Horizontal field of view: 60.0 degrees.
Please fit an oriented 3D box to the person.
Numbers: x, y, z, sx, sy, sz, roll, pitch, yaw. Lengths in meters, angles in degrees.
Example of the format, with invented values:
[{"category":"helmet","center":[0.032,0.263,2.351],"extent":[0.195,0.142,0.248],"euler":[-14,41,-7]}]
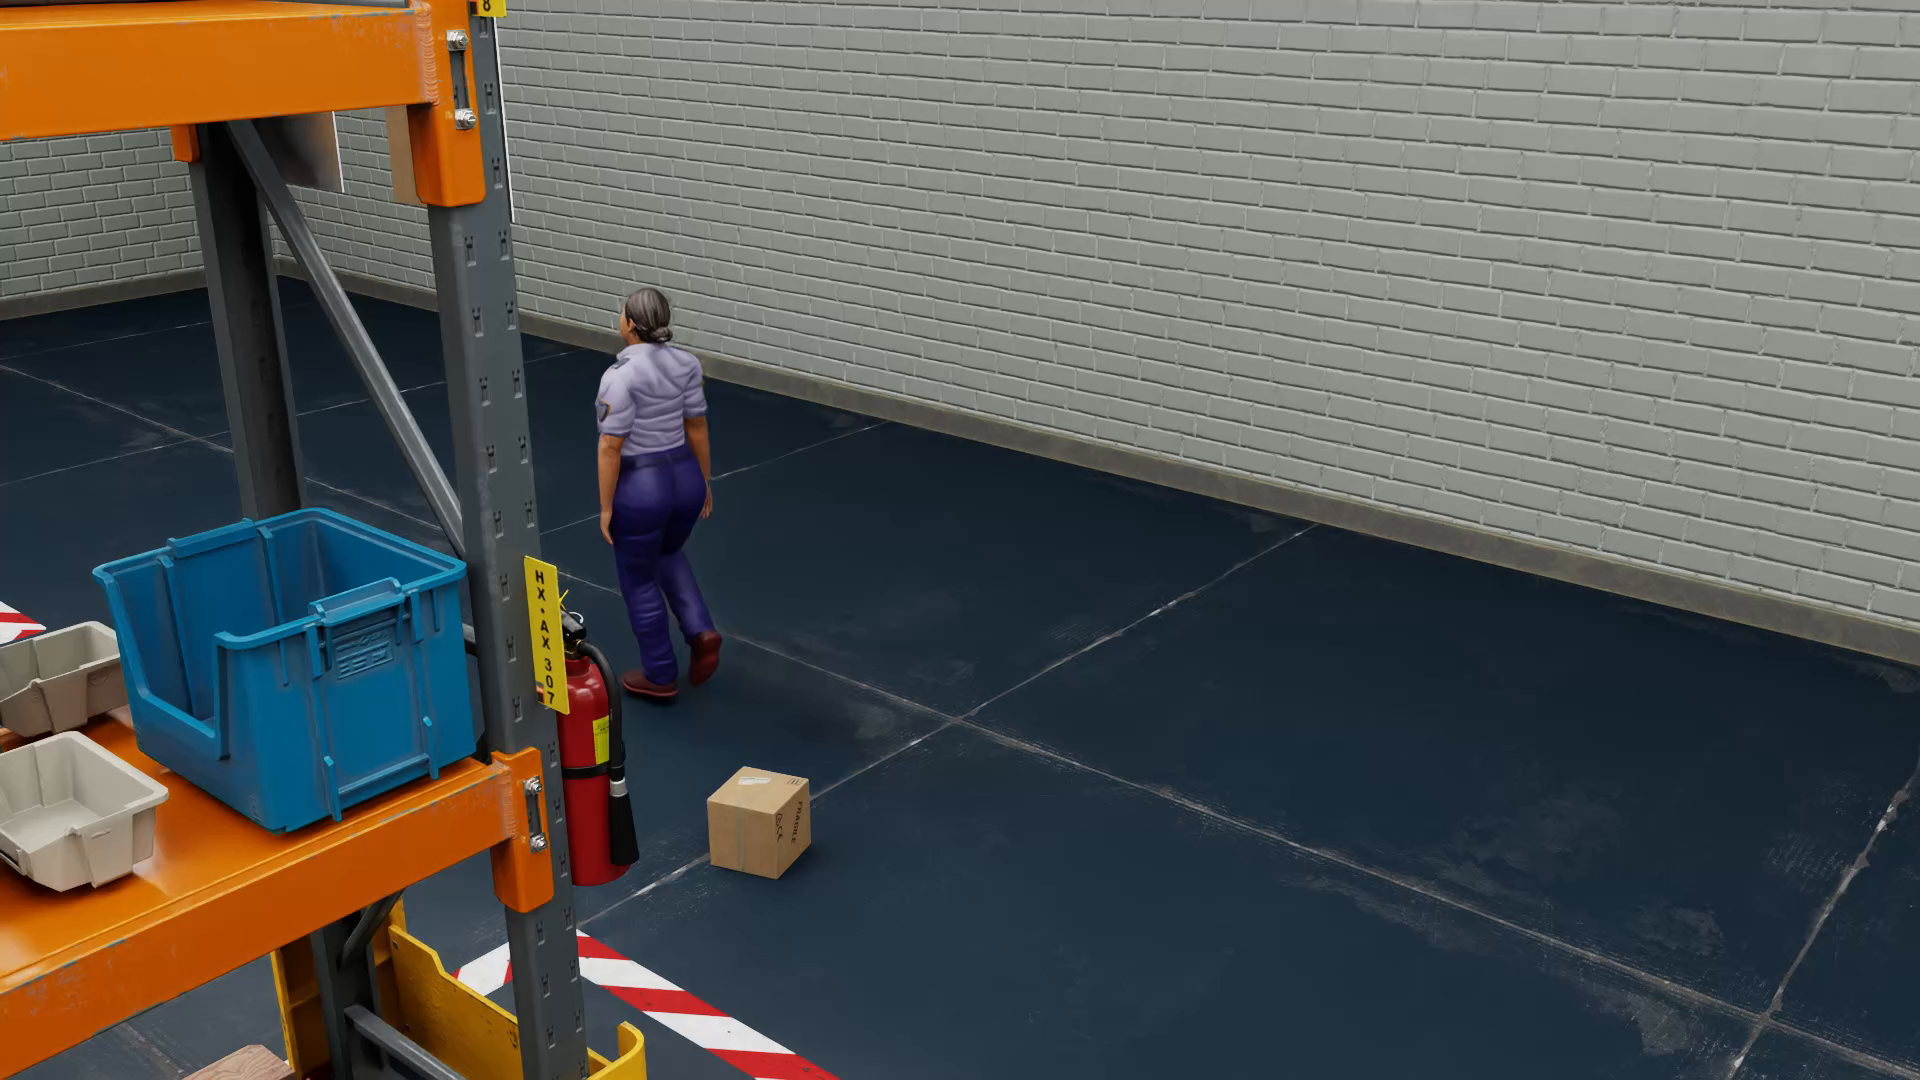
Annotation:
[{"category":"person","center":[-1.212,-0.168,6.528],"extent":[0.449,1.654,0.506],"euler":[16,26,37]}]
